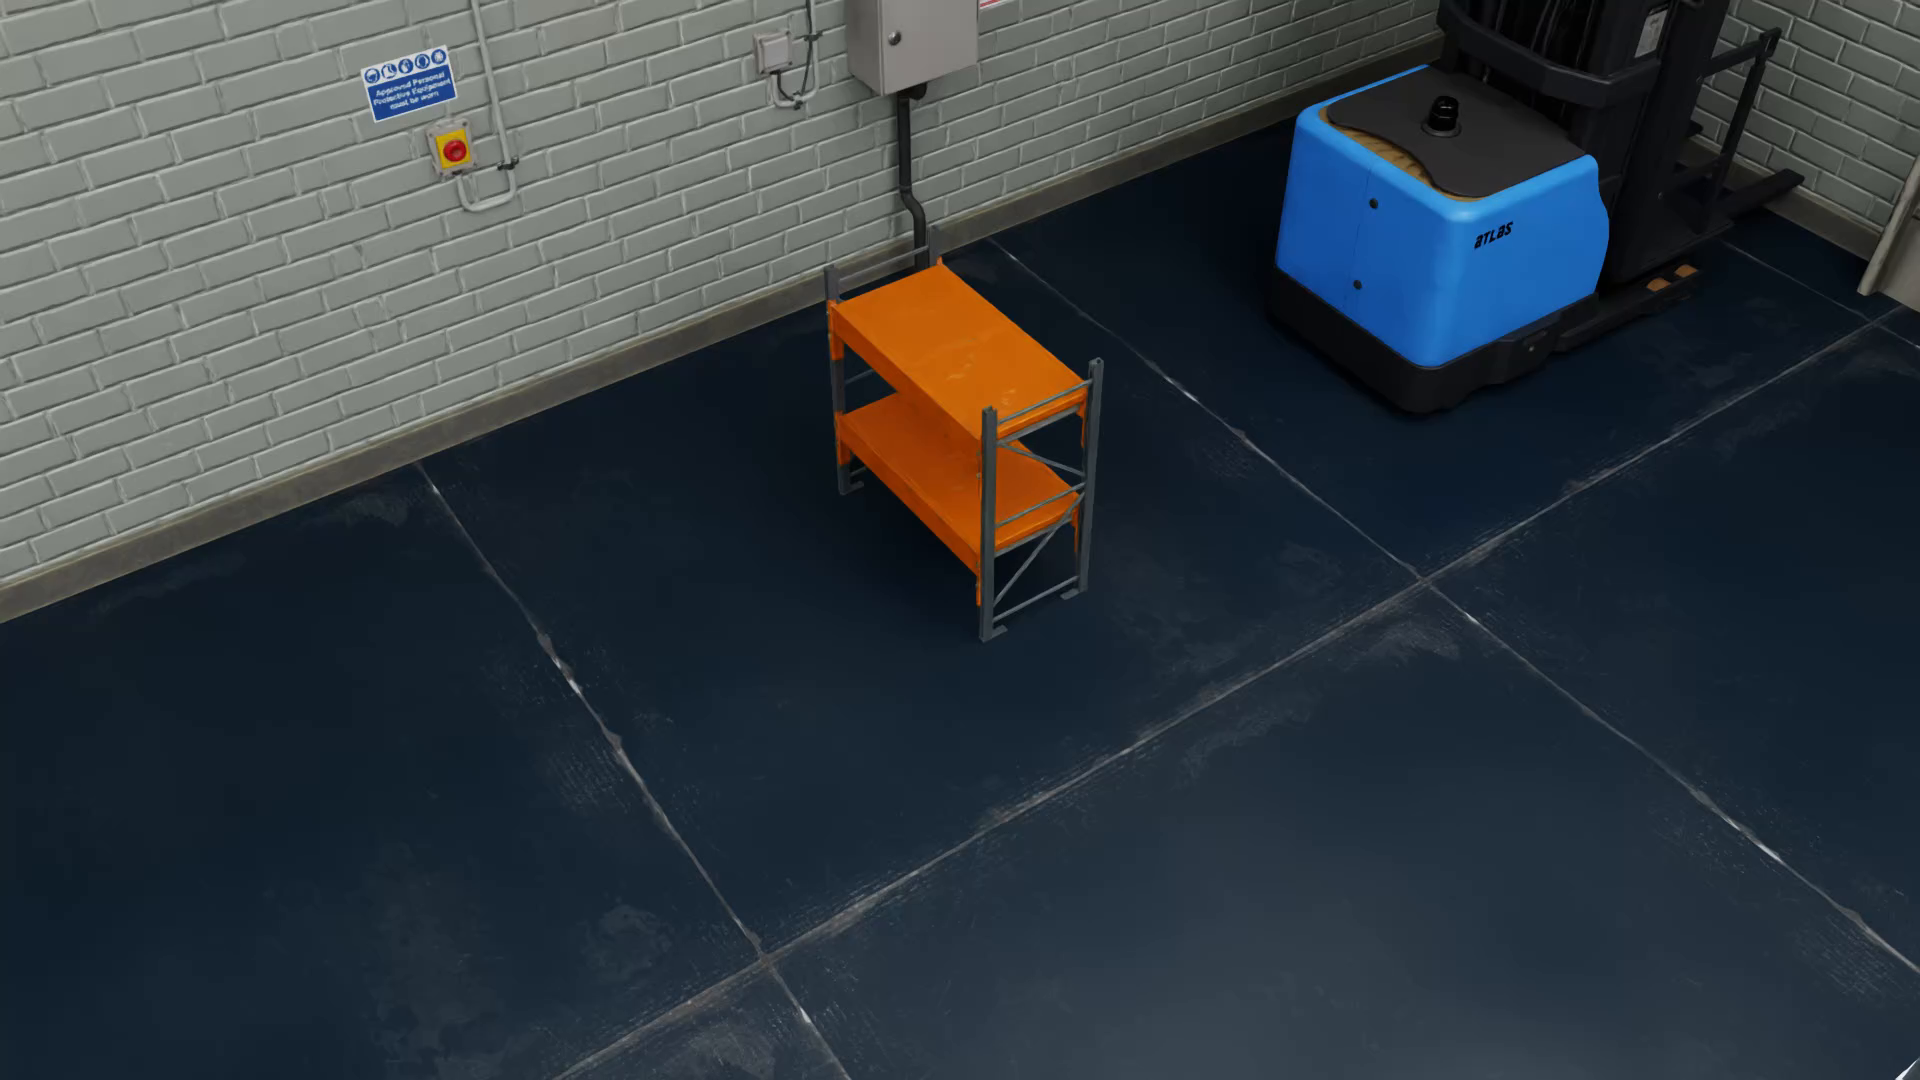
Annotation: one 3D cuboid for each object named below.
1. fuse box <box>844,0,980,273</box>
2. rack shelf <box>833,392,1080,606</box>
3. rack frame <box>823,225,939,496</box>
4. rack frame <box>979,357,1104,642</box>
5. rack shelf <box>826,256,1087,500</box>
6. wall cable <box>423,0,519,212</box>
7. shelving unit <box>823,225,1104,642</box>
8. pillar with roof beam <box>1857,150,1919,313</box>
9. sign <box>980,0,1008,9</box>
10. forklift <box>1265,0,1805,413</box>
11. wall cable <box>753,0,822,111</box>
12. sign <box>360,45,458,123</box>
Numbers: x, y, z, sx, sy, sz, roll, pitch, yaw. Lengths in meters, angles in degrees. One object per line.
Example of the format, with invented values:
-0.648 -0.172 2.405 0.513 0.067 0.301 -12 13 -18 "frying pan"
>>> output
-0.152 -1.854 7.453 0.539 1.711 0.414 -26 49 -24 "fuse box"
-0.004 -0.234 6.534 0.538 0.278 1.000 -26 49 -24 "rack shelf"
-0.295 -0.699 6.667 0.500 1.125 0.032 -26 49 -24 "rack frame"
0.287 -0.123 6.064 0.500 1.125 0.032 -26 49 -24 "rack frame"
-0.004 -0.622 6.163 0.538 0.278 1.000 -26 49 -24 "rack shelf"
-1.958 -1.951 5.863 0.585 1.953 0.123 -26 49 -24 "wall cable"
-0.004 -0.411 6.366 0.538 1.125 1.048 -26 49 -24 "shelving unit"
1.022 -2.704 3.065 9.100 9.000 0.400 -26 49 -24 "pillar with roof beam"
0.135 -2.598 7.368 0.329 0.494 0.001 -26 49 -24 "sign"
2.940 -2.412 7.154 3.031 2.935 1.130 -25 49 -24 "forklift"
-0.801 -2.507 6.468 0.588 1.984 0.122 -26 49 -24 "wall cable"
-2.033 -1.686 6.148 0.327 0.218 0.001 -26 49 -24 "sign"
